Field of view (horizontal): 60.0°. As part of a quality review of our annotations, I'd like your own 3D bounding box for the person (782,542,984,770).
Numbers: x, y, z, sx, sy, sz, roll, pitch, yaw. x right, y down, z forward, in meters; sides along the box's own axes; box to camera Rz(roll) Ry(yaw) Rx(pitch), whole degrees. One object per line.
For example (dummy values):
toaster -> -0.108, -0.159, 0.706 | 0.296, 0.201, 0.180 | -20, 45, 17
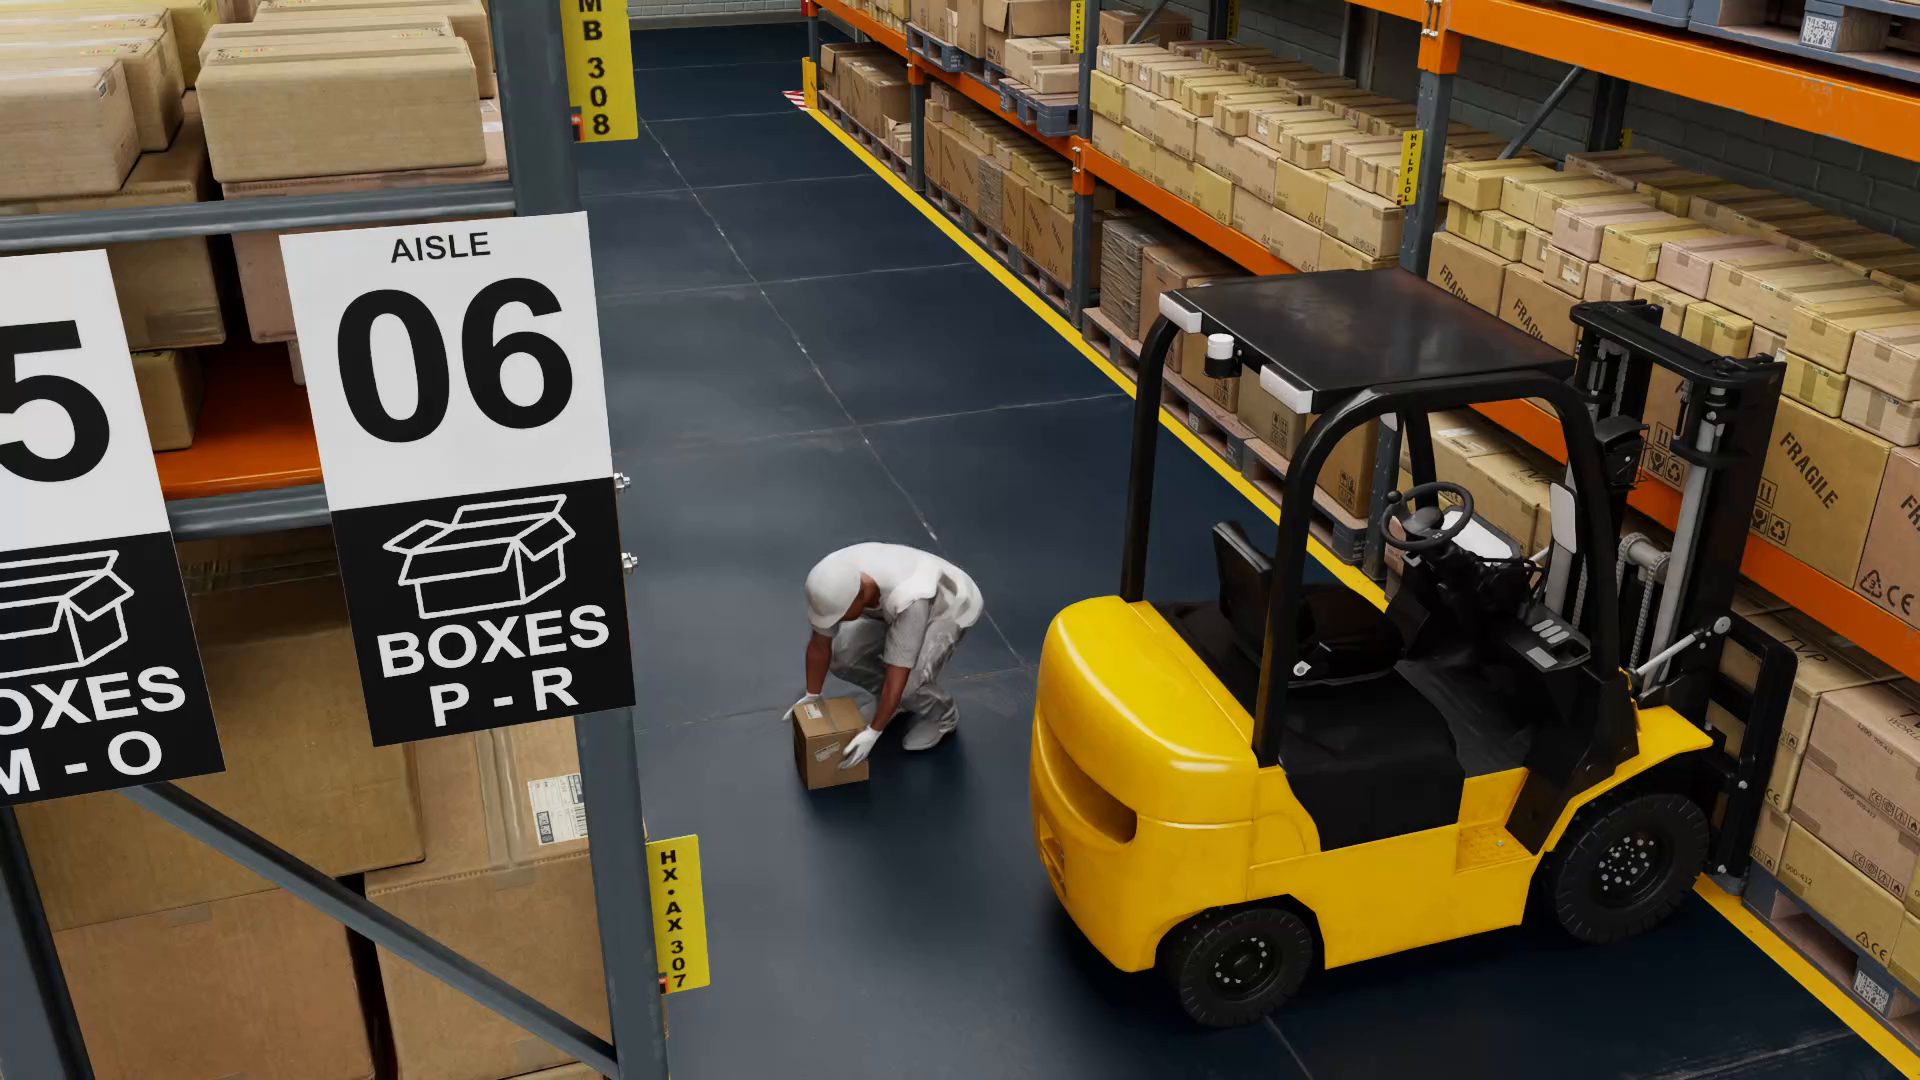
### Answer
person -> -0.275, 0.397, 6.704 | 0.574, 0.975, 0.900 | 22, 34, 38
